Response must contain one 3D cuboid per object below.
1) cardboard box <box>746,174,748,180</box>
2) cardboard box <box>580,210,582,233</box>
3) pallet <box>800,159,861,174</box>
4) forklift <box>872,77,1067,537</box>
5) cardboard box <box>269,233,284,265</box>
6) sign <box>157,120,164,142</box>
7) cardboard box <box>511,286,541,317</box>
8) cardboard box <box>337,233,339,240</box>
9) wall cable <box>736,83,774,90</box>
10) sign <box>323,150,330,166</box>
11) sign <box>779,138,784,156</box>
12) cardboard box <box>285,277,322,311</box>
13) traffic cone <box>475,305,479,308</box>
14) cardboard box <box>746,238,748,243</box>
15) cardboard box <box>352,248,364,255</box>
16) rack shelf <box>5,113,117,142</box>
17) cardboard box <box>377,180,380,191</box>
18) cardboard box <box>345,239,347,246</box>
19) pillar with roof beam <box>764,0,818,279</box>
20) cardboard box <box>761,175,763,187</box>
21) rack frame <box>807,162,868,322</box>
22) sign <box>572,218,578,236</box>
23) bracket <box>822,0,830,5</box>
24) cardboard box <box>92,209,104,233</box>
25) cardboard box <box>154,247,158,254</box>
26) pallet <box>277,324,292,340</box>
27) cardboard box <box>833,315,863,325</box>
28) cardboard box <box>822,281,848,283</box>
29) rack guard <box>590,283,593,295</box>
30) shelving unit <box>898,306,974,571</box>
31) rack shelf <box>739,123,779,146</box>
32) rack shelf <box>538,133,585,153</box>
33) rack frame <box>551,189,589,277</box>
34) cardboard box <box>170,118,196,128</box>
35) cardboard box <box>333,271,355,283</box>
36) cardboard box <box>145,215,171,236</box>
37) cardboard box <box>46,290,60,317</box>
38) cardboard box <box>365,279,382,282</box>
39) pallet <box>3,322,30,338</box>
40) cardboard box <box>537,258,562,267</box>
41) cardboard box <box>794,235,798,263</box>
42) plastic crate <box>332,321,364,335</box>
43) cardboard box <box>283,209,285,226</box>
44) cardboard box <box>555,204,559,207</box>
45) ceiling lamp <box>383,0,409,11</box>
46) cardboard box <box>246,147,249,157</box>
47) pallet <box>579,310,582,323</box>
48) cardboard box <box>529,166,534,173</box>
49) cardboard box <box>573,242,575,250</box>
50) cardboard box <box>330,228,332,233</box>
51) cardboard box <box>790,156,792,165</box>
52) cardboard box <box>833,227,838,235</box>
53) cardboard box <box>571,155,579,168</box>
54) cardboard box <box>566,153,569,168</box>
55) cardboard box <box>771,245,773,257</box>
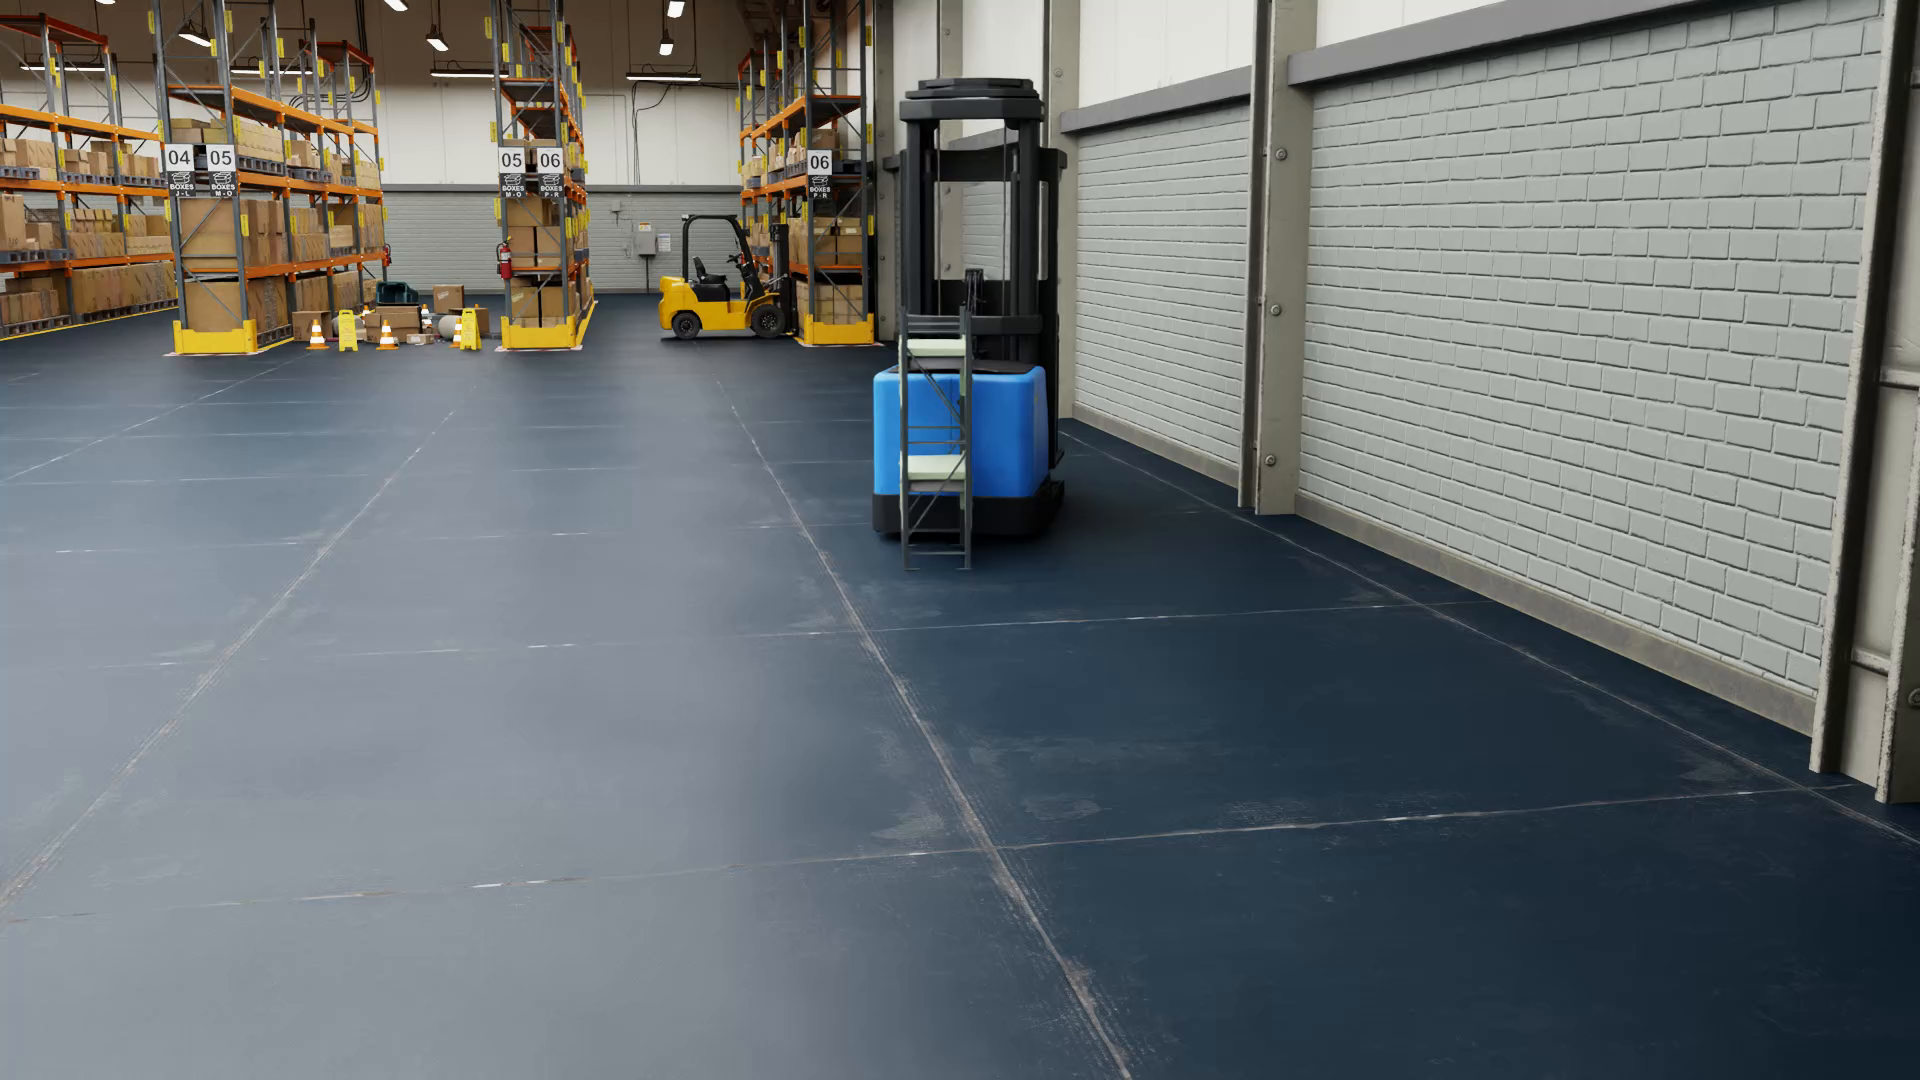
[{"bbox_3d":[-5.022,-8.939,41.224,0.500,0.250,0.500,-2,11,-12],"label":"cardboard box"},{"bbox_3d":[-8.625,-7.035,36.696,0.500,0.500,0.500,-2,11,-10],"label":"cardboard box"},{"bbox_3d":[-2.170,-6.392,28.470,1.003,0.211,1.213,-2,11,-11],"label":"pallet"},{"bbox_3d":[0.167,-1.689,11.733,1.130,2.935,3.031,2,11,8],"label":"forklift"},{"bbox_3d":[-12.328,-5.091,29.022,0.875,0.550,0.550,-2,11,-11],"label":"cardboard box"},{"bbox_3d":[-12.297,-6.304,25.614,0.100,0.325,0.005,-2,11,-11],"label":"sign"},{"bbox_3d":[-7.338,-4.011,27.973,0.500,0.500,0.500,-2,11,-11],"label":"cardboard box"},{"bbox_3d":[-13.467,-6.480,35.470,0.380,0.149,0.250,-2,11,-12],"label":"cardboard box"},{"bbox_3d":[-5.012,-14.526,48.076,2.988,3.039,0.133,-2,11,-11],"label":"wall cable"},{"bbox_3d":[-12.772,-7.704,33.531,0.100,0.325,0.005,-2,11,-11],"label":"sign"},{"bbox_3d":[-3.367,-7.425,31.439,0.100,0.325,0.005,-2,11,-11],"label":"sign"},{"bbox_3d":[-13.115,-4.744,32.495,1.050,0.750,0.750,-2,11,-10],"label":"cardboard box"},{"bbox_3d":[-9.319,-4.314,32.123,0.336,0.463,0.334,-2,11,-11],"label":"traffic cone"},{"bbox_3d":[-5.146,-7.560,41.997,0.500,0.250,0.500,-2,11,-12],"label":"cardboard box"},{"bbox_3d":[-13.830,-6.593,37.983,0.380,0.149,0.250,-2,11,-9],"label":"cardboard box"},{"bbox_3d":[-18.592,-8.521,34.390,1.077,0.370,4.000,-2,11,-11],"label":"rack shelf"},{"bbox_3d":[-14.526,-8.712,40.824,0.500,0.250,0.500,-2,11,-12],"label":"cardboard box"},{"bbox_3d":[-13.679,-6.530,36.531,0.380,0.149,0.250,-3,11,-14],"label":"cardboard box"},{"bbox_3d":[-7.866,-9.983,39.078,9.100,9.000,0.548,-2,11,-11],"label":"pillar with roof beam"},{"bbox_3d":[-4.148,-7.967,36.912,0.500,0.250,0.500,-2,11,-11],"label":"cardboard box"},{"bbox_3d":[-2.058,-4.831,28.056,1.000,3.000,0.127,-2,11,-11],"label":"rack frame"},{"bbox_3d":[-7.174,-5.830,30.988,0.100,0.325,0.005,-2,11,-11],"label":"sign"},{"bbox_3d":[-2.240,-10.243,30.816,0.076,0.066,4.783,-2,11,-11],"label":"bracket"},{"bbox_3d":[-18.727,-6.789,35.393,0.797,0.503,0.637,-2,11,-10],"label":"cardboard box"},{"bbox_3d":[-19.116,-6.812,39.137,0.380,0.149,0.250,-2,11,-11],"label":"cardboard box"},{"bbox_3d":[-12.469,-3.673,29.428,1.003,0.211,1.213,-2,11,-11],"label":"pallet"},{"bbox_3d":[-1.962,-3.784,28.784,0.500,0.250,0.500,-2,11,-11],"label":"cardboard box"},{"bbox_3d":[-2.246,-4.551,30.139,0.500,0.250,0.500,-2,11,-12],"label":"cardboard box"},{"bbox_3d":[-10.043,-6.361,42.778,1.175,0.500,0.348,-2,11,-11],"label":"rack guard"},{"bbox_3d":[-0.151,-0.627,9.978,0.431,1.500,0.755,0,11,-3],"label":"shelving unit"},{"bbox_3d":[-4.781,-9.991,41.053,1.077,0.370,4.000,-2,11,-11],"label":"rack shelf"},{"bbox_3d":[-9.649,-9.615,40.138,1.077,0.370,4.000,-2,11,-11],"label":"rack shelf"},{"bbox_3d":[-10.038,-7.584,42.521,1.000,3.000,0.127,-2,11,-11],"label":"rack frame"},{"bbox_3d":[-12.161,-6.498,25.940,0.380,0.149,0.250,-2,11,-10],"label":"cardboard box"},{"bbox_3d":[-13.616,-5.777,36.581,0.500,0.250,0.500,-2,11,-8],"label":"cardboard box"},{"bbox_3d":[-19.406,-7.585,40.125,0.500,0.500,0.500,-2,11,-10],"label":"cardboard box"},{"bbox_3d":[-18.053,-4.623,32.470,0.700,0.500,0.500,-3,11,-14],"label":"cardboard box"},{"bbox_3d":[-14.355,-6.305,40.710,0.380,0.149,0.250,-2,11,-12],"label":"cardboard box"},{"bbox_3d":[-17.578,-3.796,30.075,1.003,0.211,1.213,-2,11,-11],"label":"pallet"},{"bbox_3d":[-6.789,-4.596,27.494,0.380,0.149,0.250,-2,11,-11],"label":"cardboard box"},{"bbox_3d":[-2.712,-5.242,29.948,0.500,0.500,0.500,-2,11,-11],"label":"cardboard box"},{"bbox_3d":[-11.221,-3.847,30.255,0.450,0.188,0.662,-7,8,20],"label":"plastic crate"},{"bbox_3d":[-12.643,-5.816,30.289,0.700,0.500,0.500,-2,11,-12],"label":"cardboard box"},{"bbox_3d":[-9.577,-7.807,39.014,0.380,0.149,0.250,-2,11,-10],"label":"cardboard box"},{"bbox_3d":[-9.821,-11.094,29.304,0.800,3.185,2.000,-2,11,-11],"label":"ceiling lamp"},{"bbox_3d":[-11.613,-6.224,26.633,0.380,0.149,0.250,-2,11,-11],"label":"cardboard box"},{"bbox_3d":[-8.332,-4.604,34.320,1.003,0.211,1.213,-2,11,-11],"label":"pallet"},{"bbox_3d":[-7.353,-6.198,27.890,0.380,0.149,0.250,-2,11,-11],"label":"cardboard box"},{"bbox_3d":[-7.502,-5.579,31.535,0.380,0.149,0.250,-2,11,-10],"label":"cardboard box"},{"bbox_3d":[-13.316,-6.480,34.676,0.380,0.149,0.250,-2,11,-11],"label":"cardboard box"},{"bbox_3d":[-2.897,-6.936,30.373,0.380,0.149,0.250,-2,11,-9],"label":"cardboard box"},{"bbox_3d":[-1.980,-5.313,28.588,0.380,0.149,0.250,-2,11,-11],"label":"cardboard box"},{"bbox_3d":[-7.425,-7.111,31.292,0.500,0.250,0.500,-2,11,-13],"label":"cardboard box"},{"bbox_3d":[-7.056,-6.579,28.822,0.500,0.250,0.500,-2,11,-10],"label":"cardboard box"},{"bbox_3d":[-3.675,-6.042,34.819,0.500,0.250,0.500,-2,11,-12],"label":"cardboard box"}]
